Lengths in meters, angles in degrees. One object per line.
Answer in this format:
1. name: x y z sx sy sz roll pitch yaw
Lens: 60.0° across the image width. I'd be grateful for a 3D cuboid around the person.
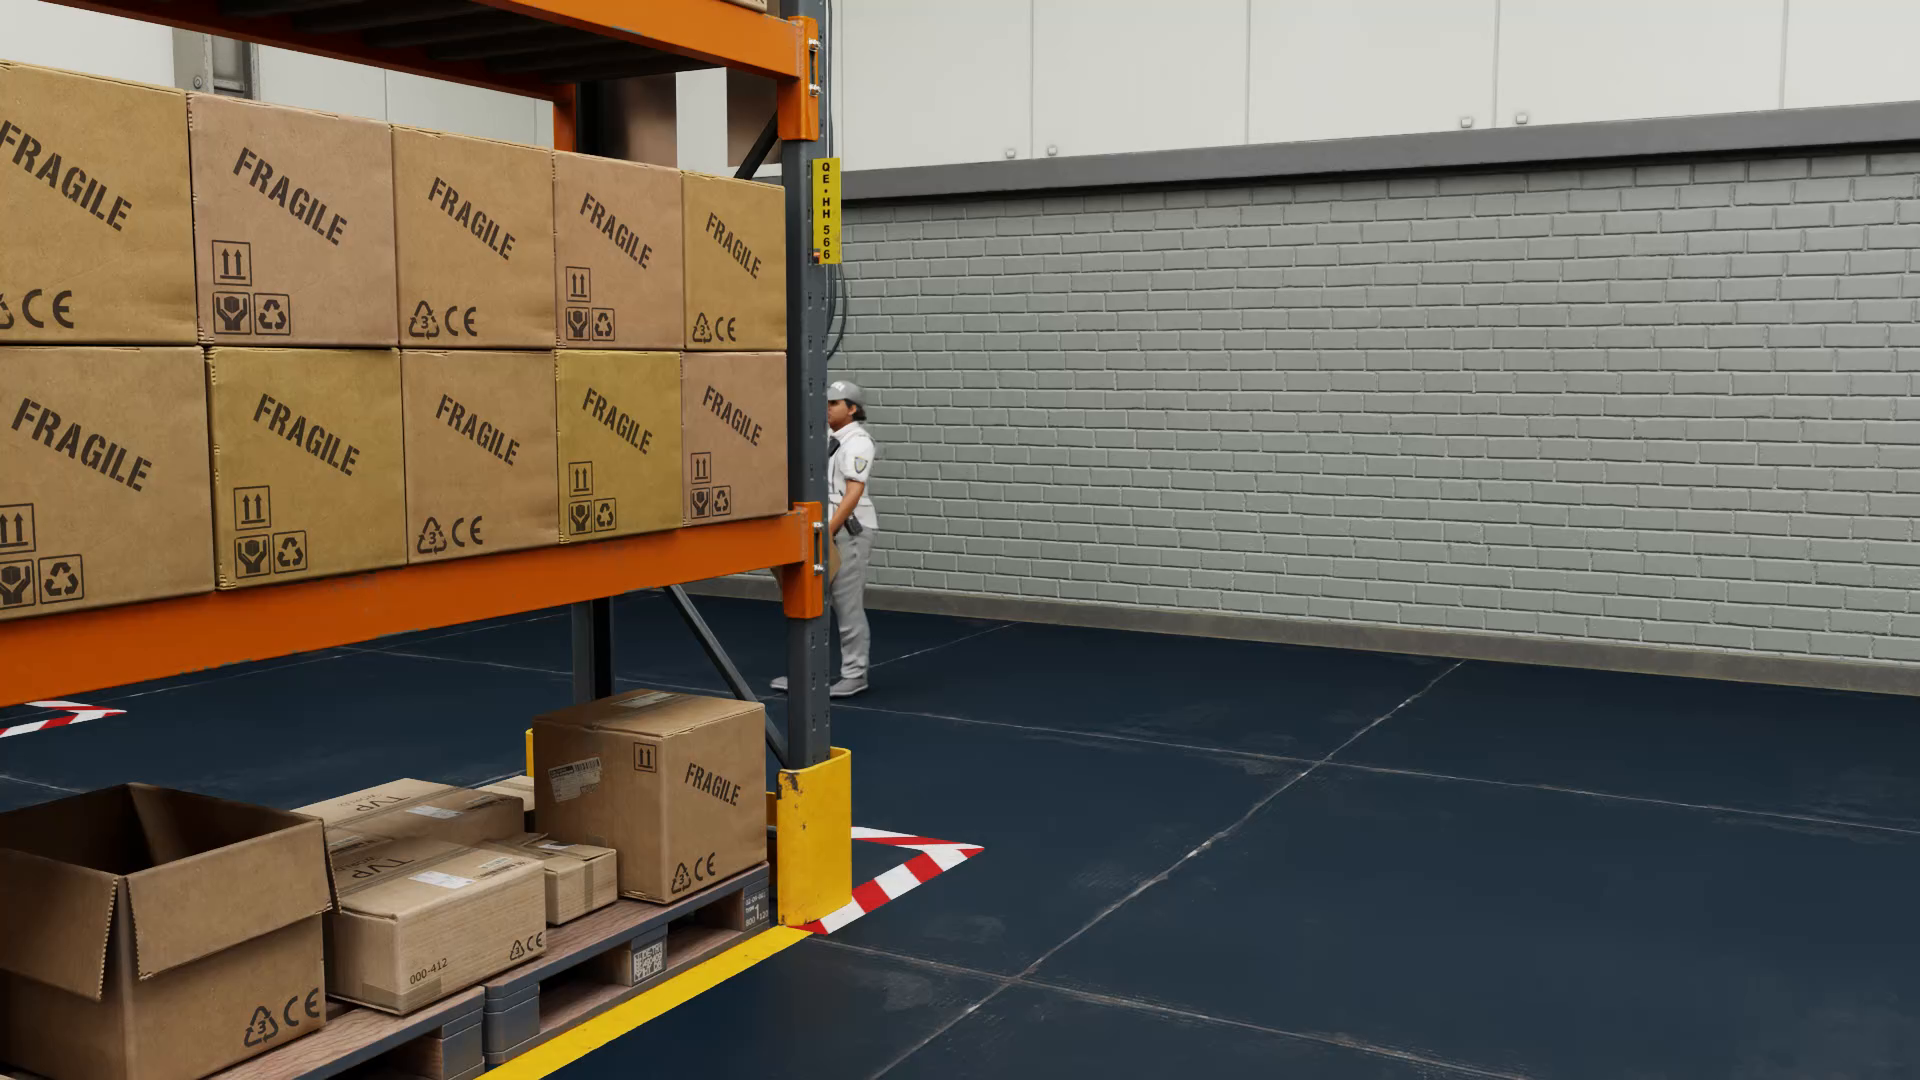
1. person: -0.708 -0.013 8.886 0.511 1.669 0.512 -4 7 -31
